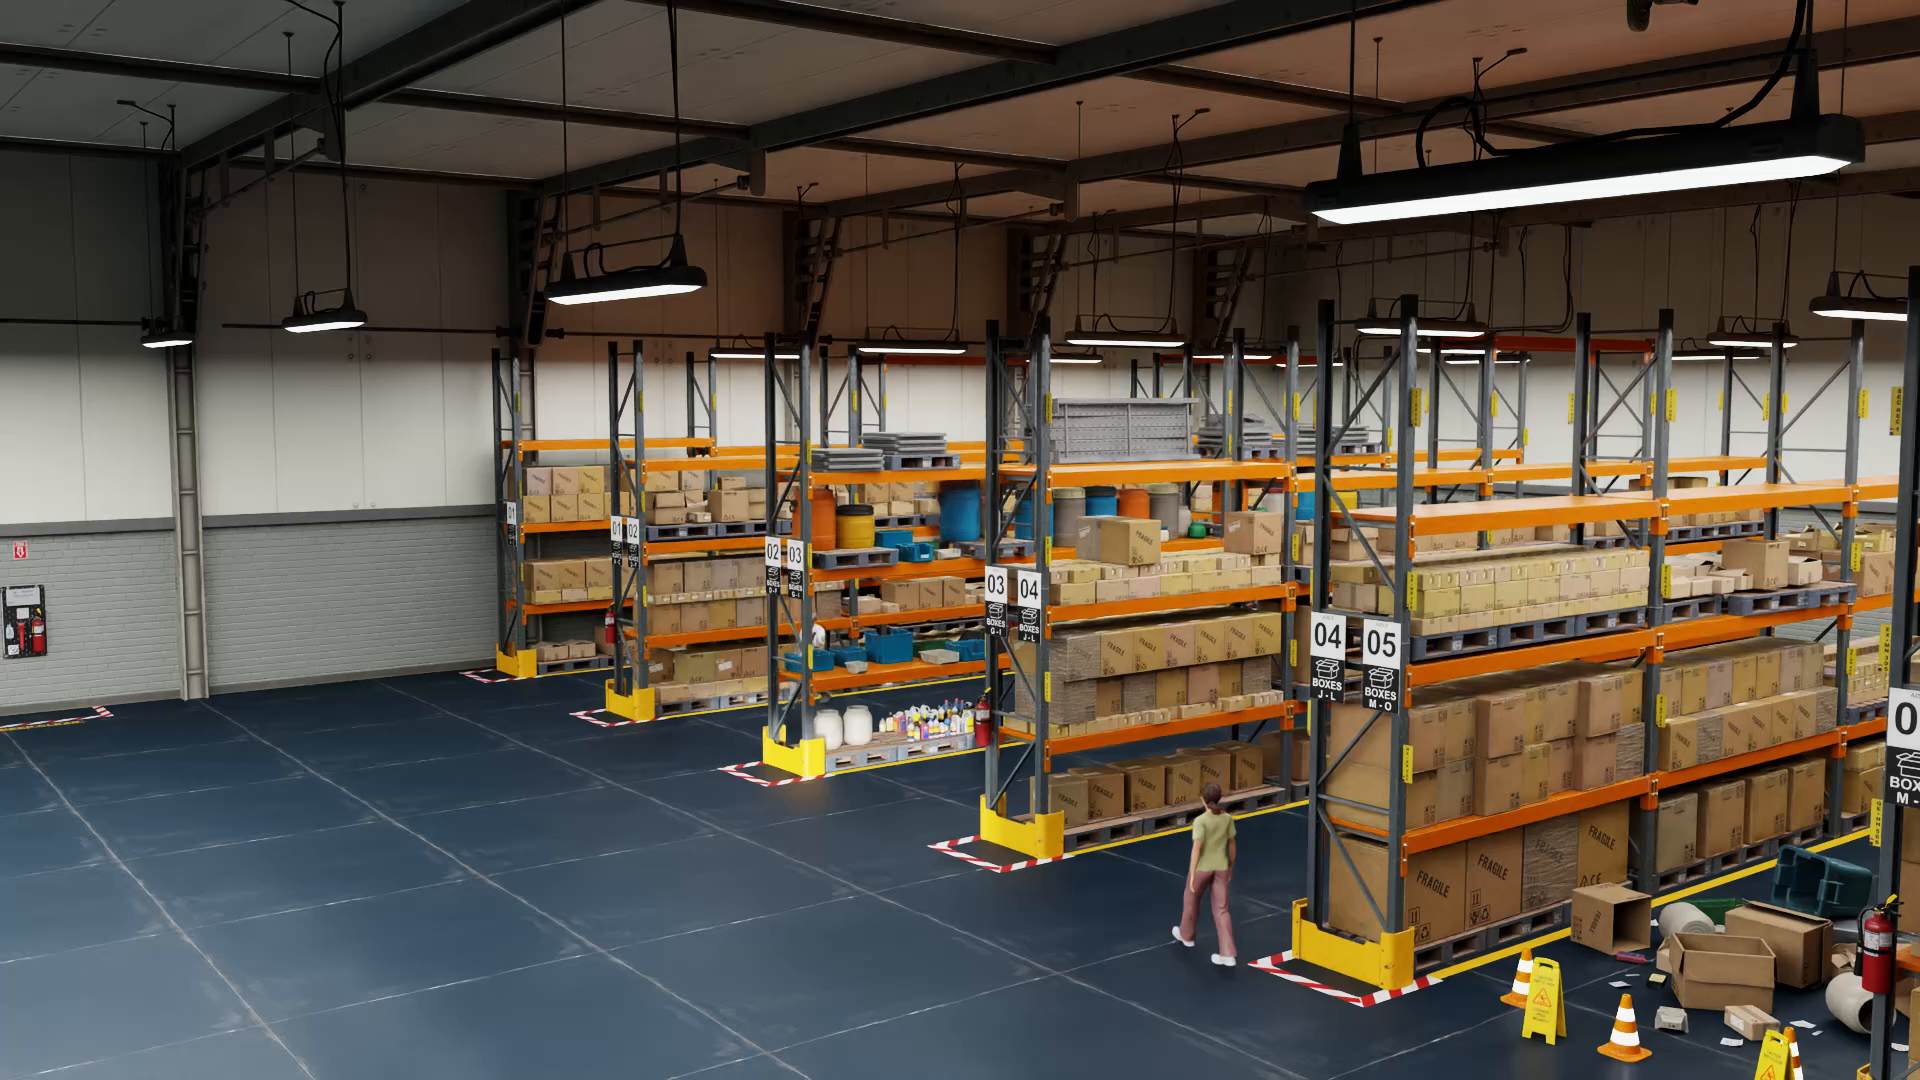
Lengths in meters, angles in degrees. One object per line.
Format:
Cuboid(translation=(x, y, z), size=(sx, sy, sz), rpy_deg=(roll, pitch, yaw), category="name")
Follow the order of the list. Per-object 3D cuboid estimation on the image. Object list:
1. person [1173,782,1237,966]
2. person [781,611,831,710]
Cuboid(translation=(2.283, 3.013, 15.226), size=(0.511, 1.611, 1.054), rpy_deg=(-1, 5, -12), category="person")
Cuboid(translation=(-2.360, 1.859, 26.033), size=(0.511, 1.527, 1.064), rpy_deg=(2, 5, 21), category="person")
